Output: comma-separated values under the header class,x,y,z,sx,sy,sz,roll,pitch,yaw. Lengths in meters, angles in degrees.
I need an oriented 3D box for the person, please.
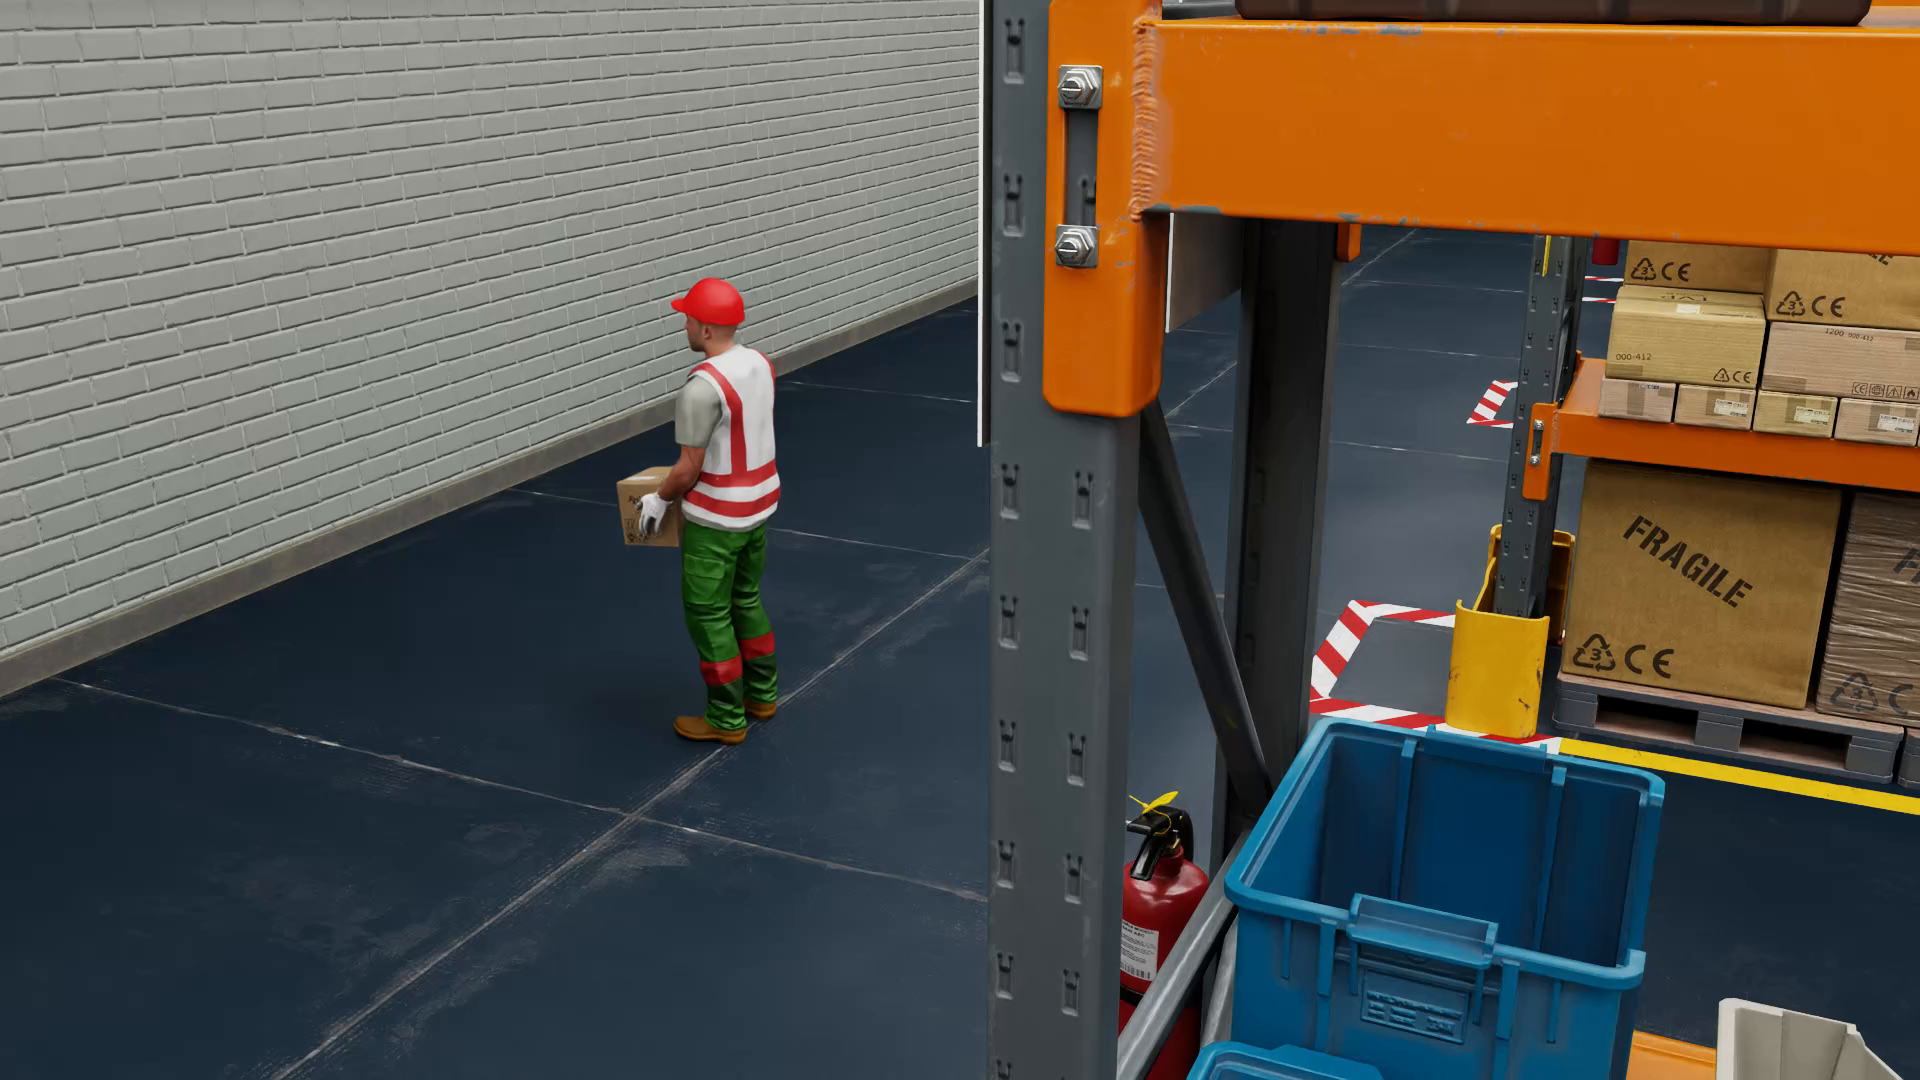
class,x,y,z,sx,sy,sz,roll,pitch,yaw
person,-0.945,-0.108,6.338,0.486,1.793,0.531,8,20,22
